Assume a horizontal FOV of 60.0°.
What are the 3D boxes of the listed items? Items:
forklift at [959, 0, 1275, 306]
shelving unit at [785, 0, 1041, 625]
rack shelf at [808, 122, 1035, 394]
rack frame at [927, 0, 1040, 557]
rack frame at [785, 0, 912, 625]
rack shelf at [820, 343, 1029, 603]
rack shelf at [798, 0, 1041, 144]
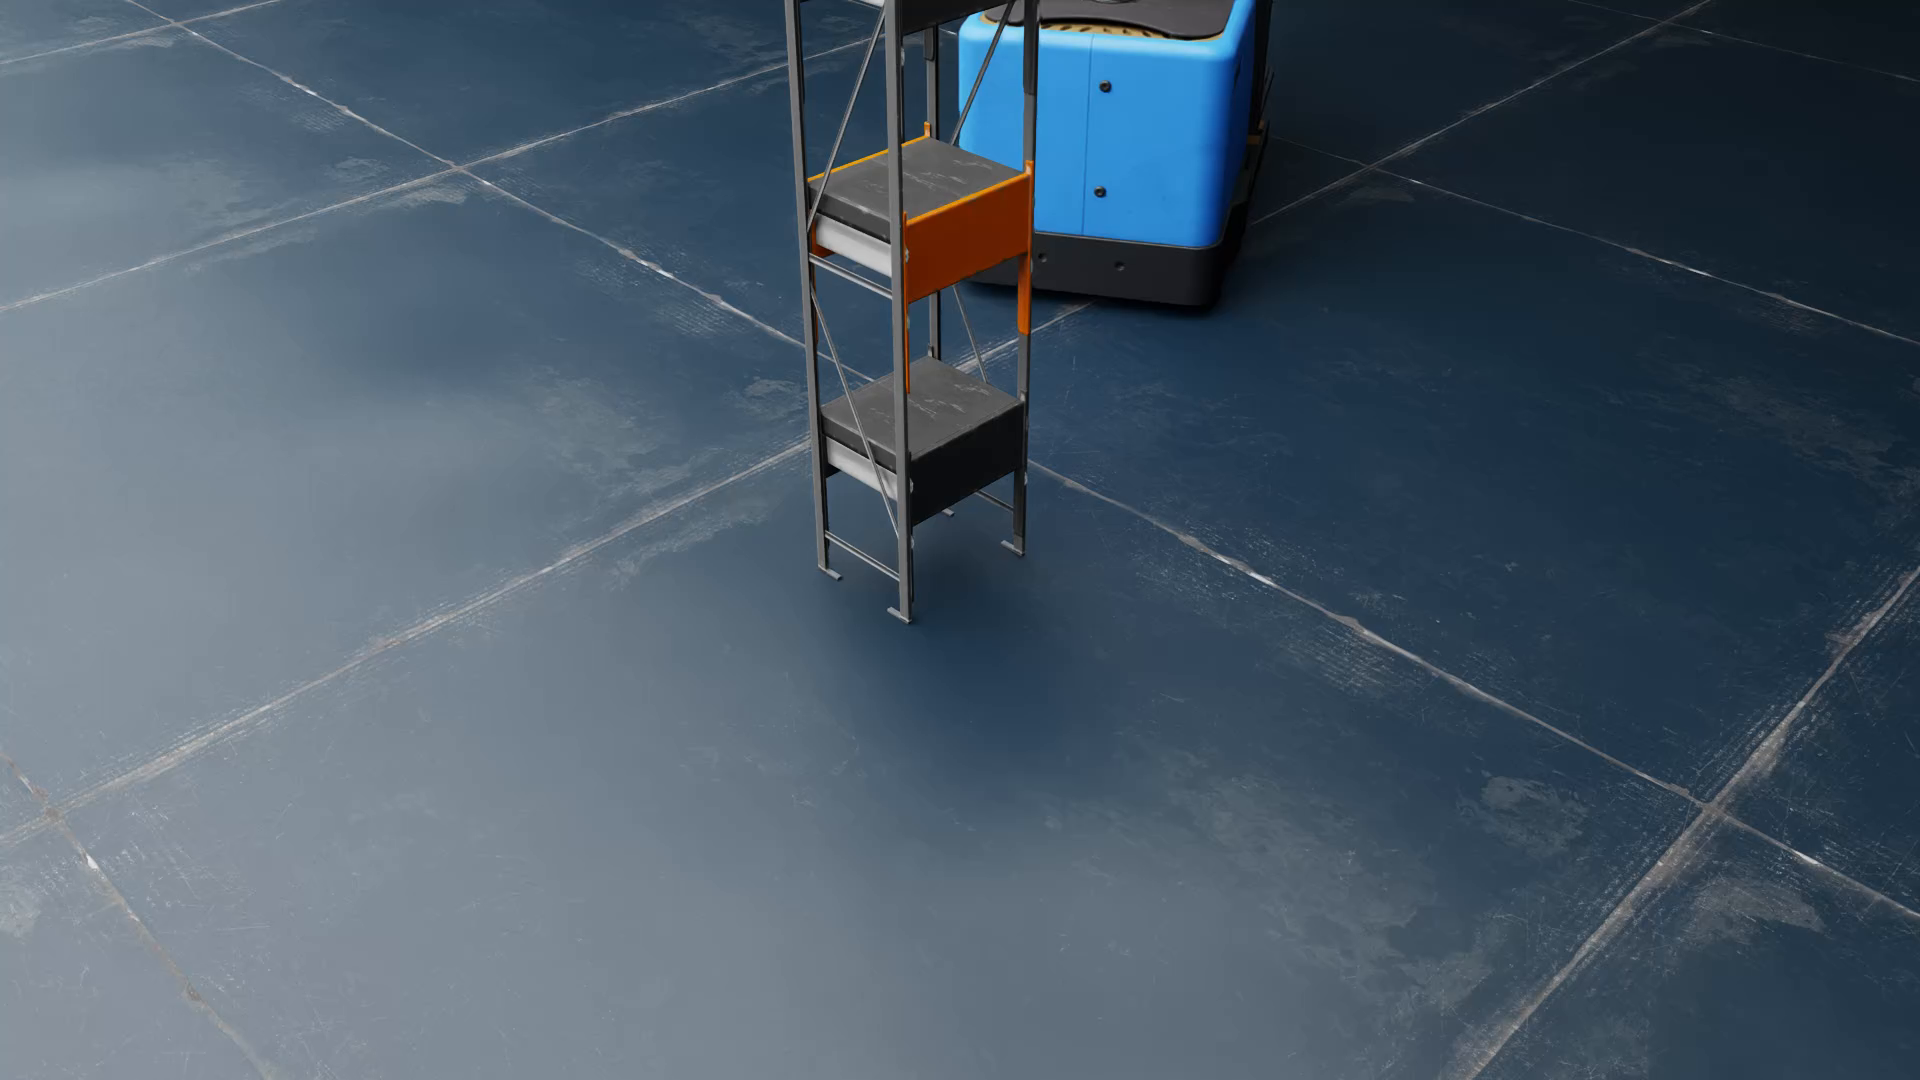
[{"bbox_3d":[0.837,-2.947,6.914,1.130,2.935,3.031,8,36,12],"label":"forklift"},{"bbox_3d":[-0.117,-0.794,4.553,0.431,2.100,0.503,30,45,35],"label":"shelving unit"},{"bbox_3d":[-0.117,-0.783,4.561,0.431,0.518,0.480,30,45,35],"label":"rack shelf"},{"bbox_3d":[0.055,-0.893,4.695,0.400,2.100,0.015,30,45,35],"label":"rack frame"},{"bbox_3d":[-0.289,-0.695,4.411,0.400,2.100,0.015,30,45,35],"label":"rack frame"},{"bbox_3d":[-0.117,-0.209,4.961,0.431,0.518,0.480,30,45,35],"label":"rack shelf"},{"bbox_3d":[-0.117,-1.357,4.160,0.431,0.518,0.480,30,45,35],"label":"rack shelf"}]
